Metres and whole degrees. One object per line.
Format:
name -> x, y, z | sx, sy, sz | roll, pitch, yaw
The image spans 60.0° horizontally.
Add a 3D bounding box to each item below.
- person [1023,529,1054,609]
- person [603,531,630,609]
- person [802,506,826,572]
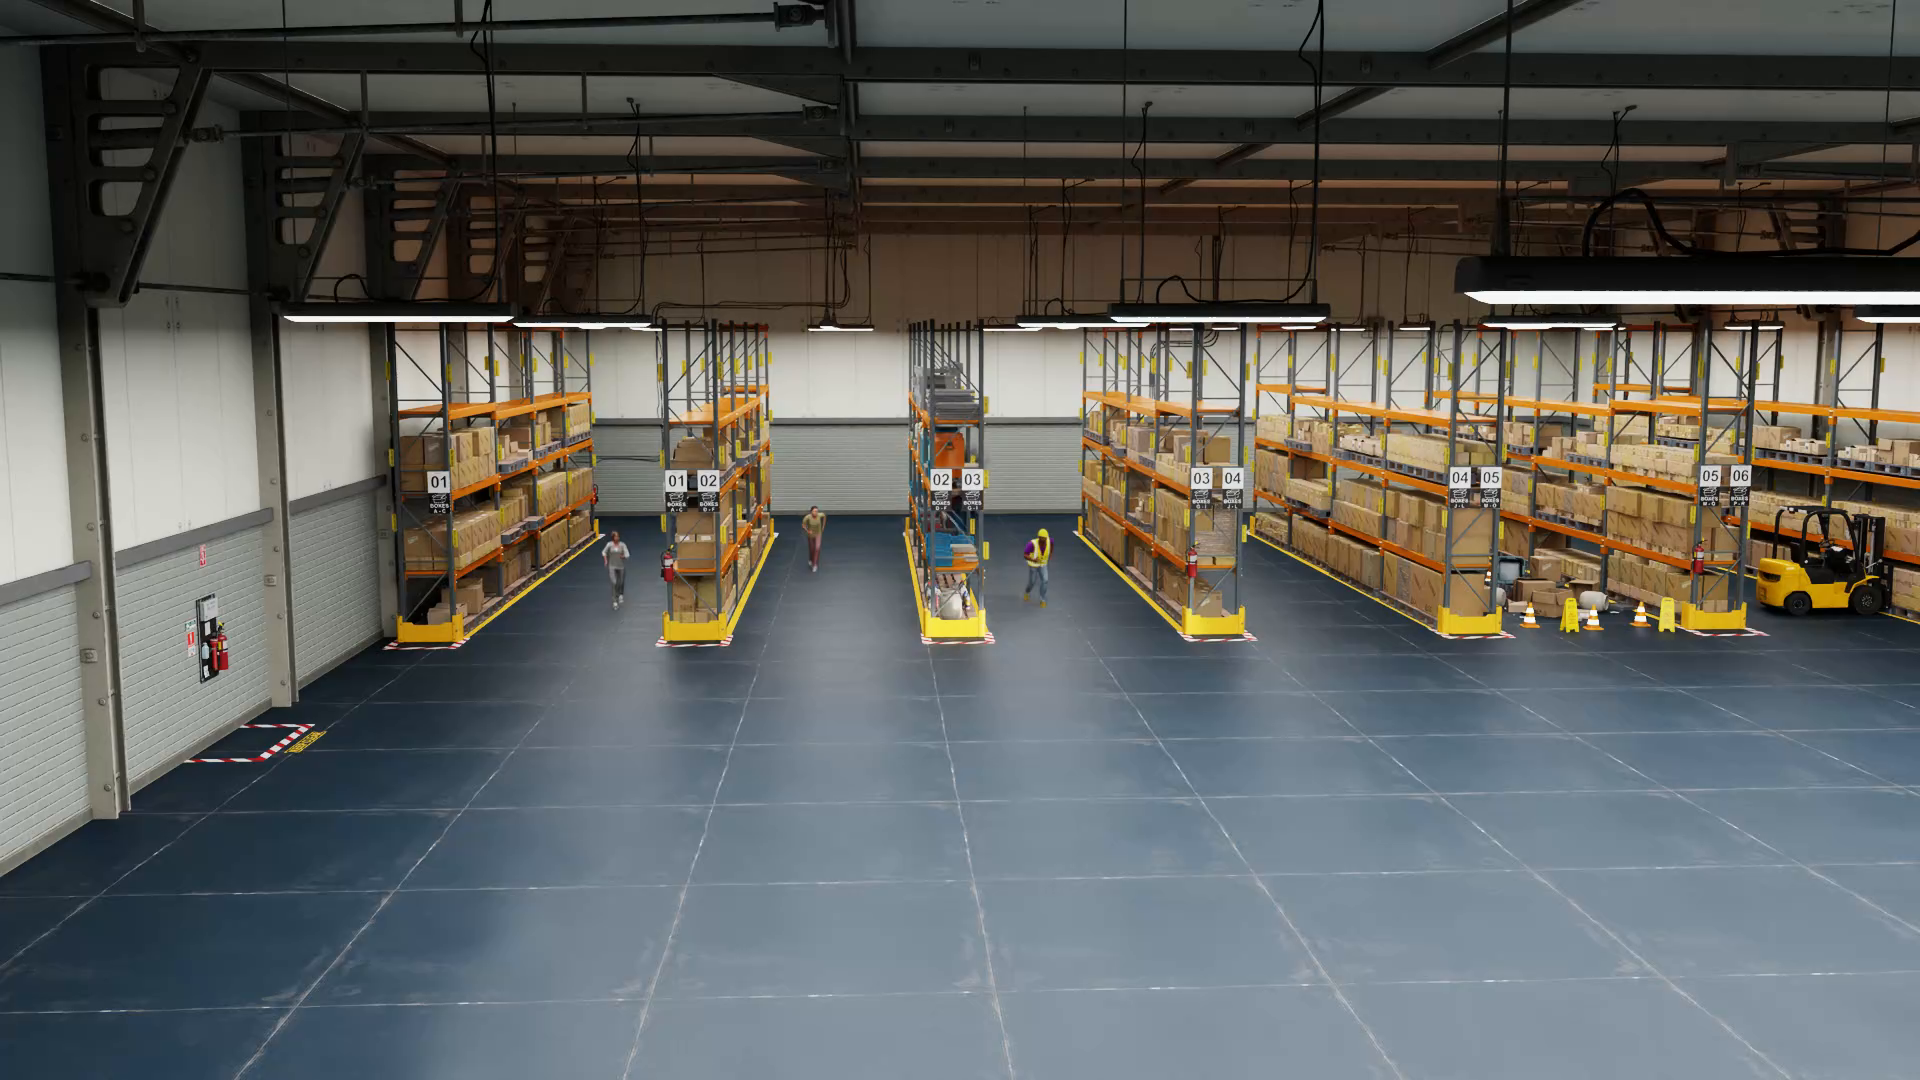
person -> 1.621, 0.584, 35.106 | 0.750, 1.714, 1.046 | -3, 8, -25
person -> -7.206, 0.603, 34.892 | 0.548, 1.592, 0.874 | -2, 7, -13
person -> -3.586, -0.069, 40.657 | 0.611, 1.623, 1.009 | -2, 7, -15
